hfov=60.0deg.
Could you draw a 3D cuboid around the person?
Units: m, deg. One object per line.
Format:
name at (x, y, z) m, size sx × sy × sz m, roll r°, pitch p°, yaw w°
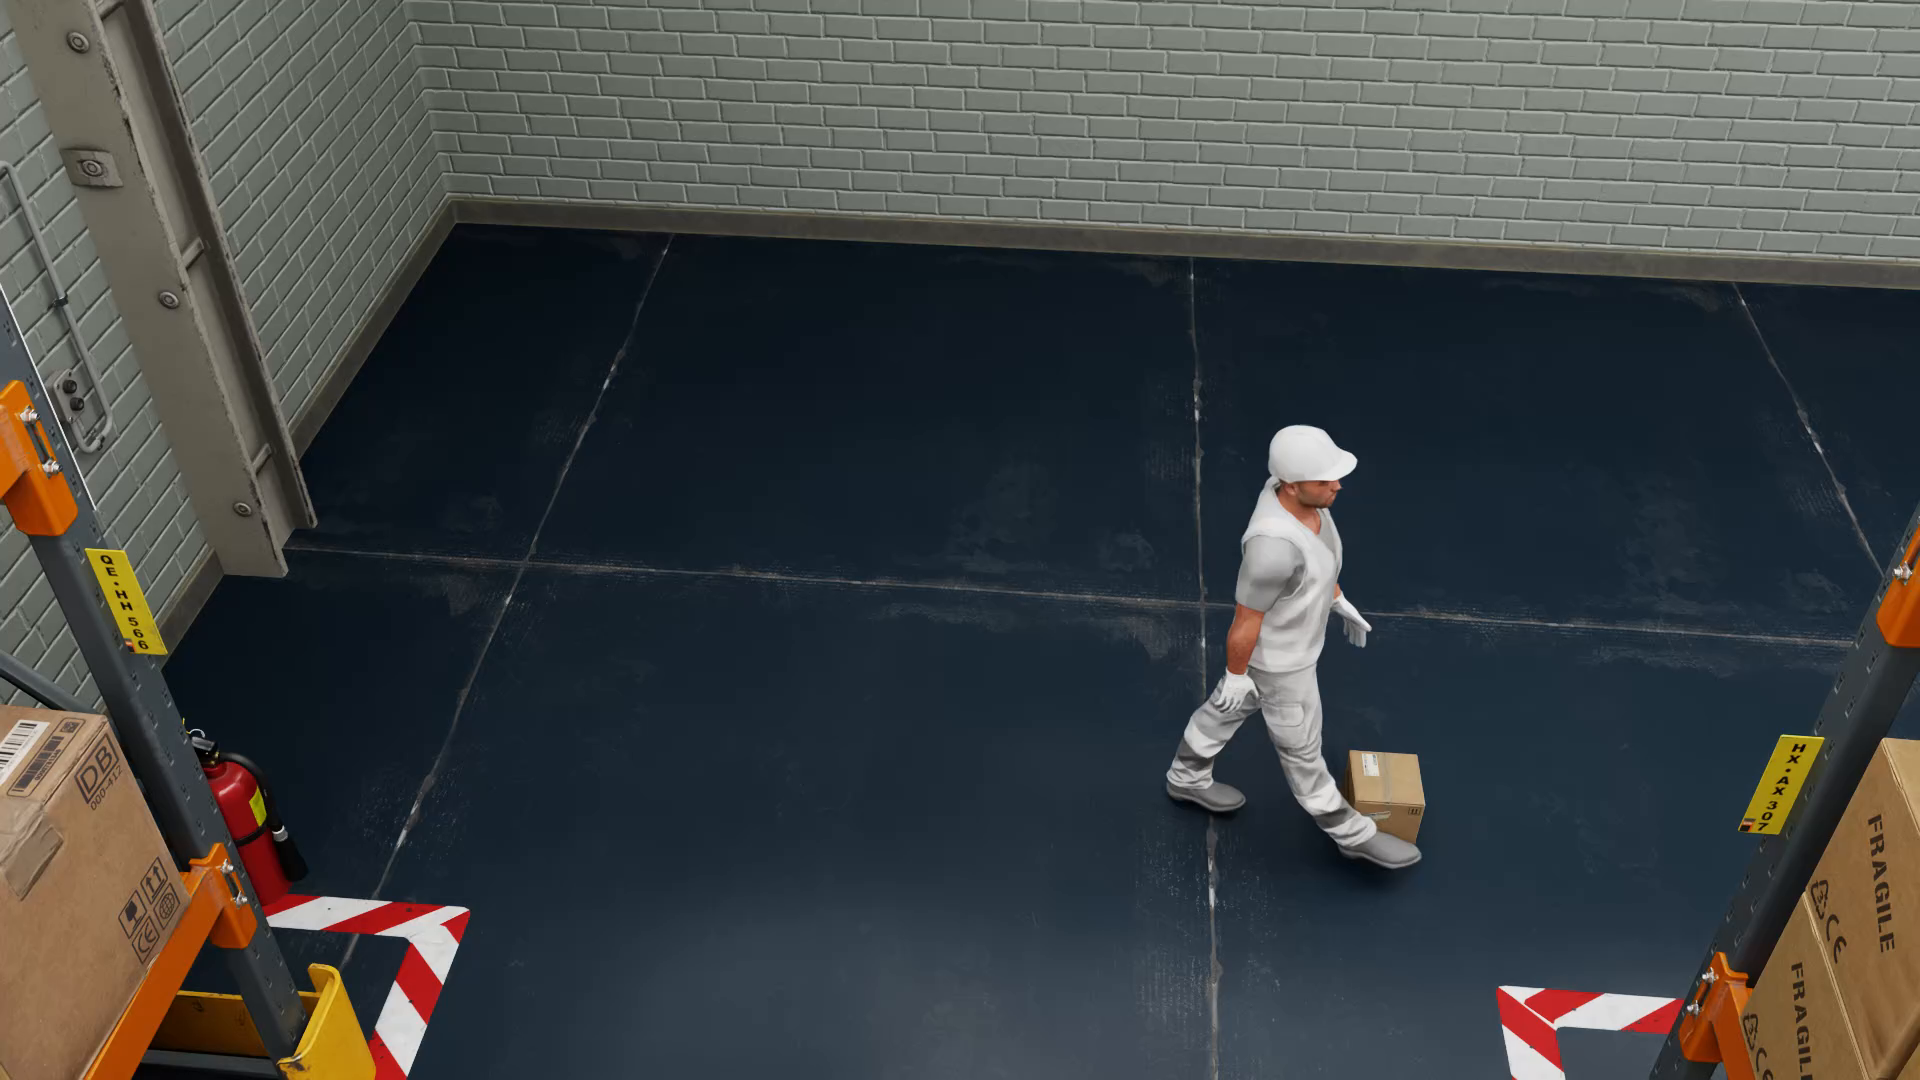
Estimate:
person at (1.236, 0.359, 5.675) m, size 0.950 × 1.752 × 0.552 m, roll 10°, pitch 41°, yaw 12°
